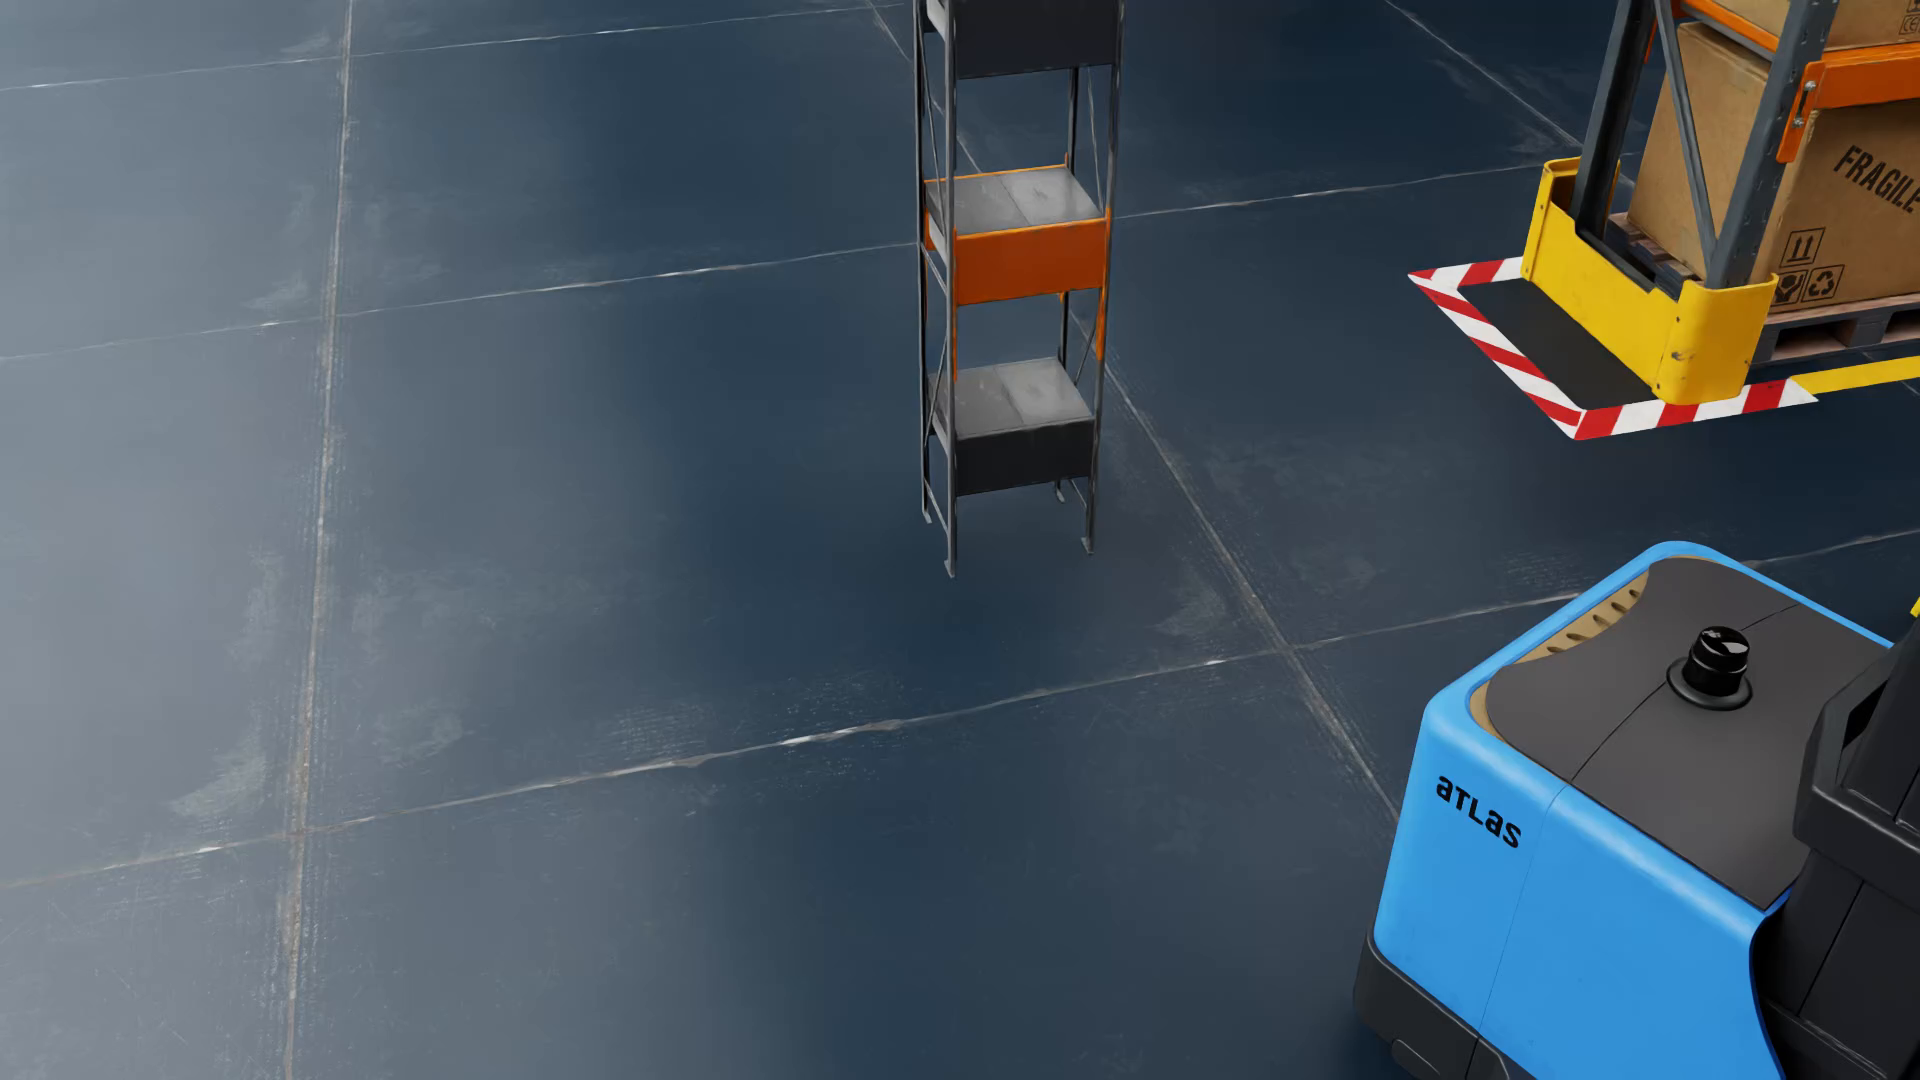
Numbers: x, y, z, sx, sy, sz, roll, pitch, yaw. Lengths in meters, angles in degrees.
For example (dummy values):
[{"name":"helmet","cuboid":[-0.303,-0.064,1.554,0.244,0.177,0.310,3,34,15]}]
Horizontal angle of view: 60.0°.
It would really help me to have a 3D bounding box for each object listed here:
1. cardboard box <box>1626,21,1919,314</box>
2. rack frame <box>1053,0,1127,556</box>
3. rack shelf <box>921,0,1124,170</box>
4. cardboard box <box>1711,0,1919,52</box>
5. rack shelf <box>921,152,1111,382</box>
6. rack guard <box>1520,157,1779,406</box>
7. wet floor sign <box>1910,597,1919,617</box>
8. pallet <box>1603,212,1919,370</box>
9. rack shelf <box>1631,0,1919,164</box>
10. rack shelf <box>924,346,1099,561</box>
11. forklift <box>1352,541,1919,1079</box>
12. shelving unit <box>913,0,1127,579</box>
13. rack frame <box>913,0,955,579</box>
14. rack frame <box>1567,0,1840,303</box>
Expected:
[{"name":"cardboard box","cuboid":[3.416,-1.543,6.702,0.875,0.875,0.875,-9,38,-12]},{"name":"rack frame","cuboid":[0.395,-0.899,5.197,0.015,2.100,0.400,-9,38,-12]},{"name":"rack shelf","cuboid":[0.160,-1.405,4.729,0.480,0.518,0.431,-9,38,-12]},{"name":"cardboard box","cuboid":[3.125,-2.219,6.059,0.550,0.550,0.875,-9,38,-12]},{"name":"rack shelf","cuboid":[0.160,-0.849,5.155,0.480,0.518,0.431,-9,38,-12]},{"name":"rack guard","cuboid":[2.755,-1.078,6.747,0.348,0.500,1.175,-9,38,-12]},{"name":"wet floor sign","cuboid":[3.266,0.027,5.184,0.232,0.644,0.267,-16,40,-20]},{"name":"pallet","cuboid":[3.530,-1.139,7.066,1.213,0.211,1.003,-9,38,-12]},{"name":"rack shelf","cuboid":[4.709,-2.105,6.625,4.000,0.370,1.077,-9,38,-12]},{"name":"rack shelf","cuboid":[0.160,-0.293,5.580,0.480,0.518,0.431,-9,38,-12]},{"name":"forklift","cuboid":[2.296,0.544,2.626,1.130,2.935,3.031,-26,45,-30]},{"name":"shelving unit","cuboid":[0.160,-0.860,5.146,0.503,2.100,0.431,-9,38,-12]},{"name":"rack frame","cuboid":[-0.076,-0.822,5.096,0.015,2.100,0.400,-9,38,-12]},{"name":"rack frame","cuboid":[2.778,-2.074,5.993,0.127,3.000,1.000,-9,38,-12]}]
